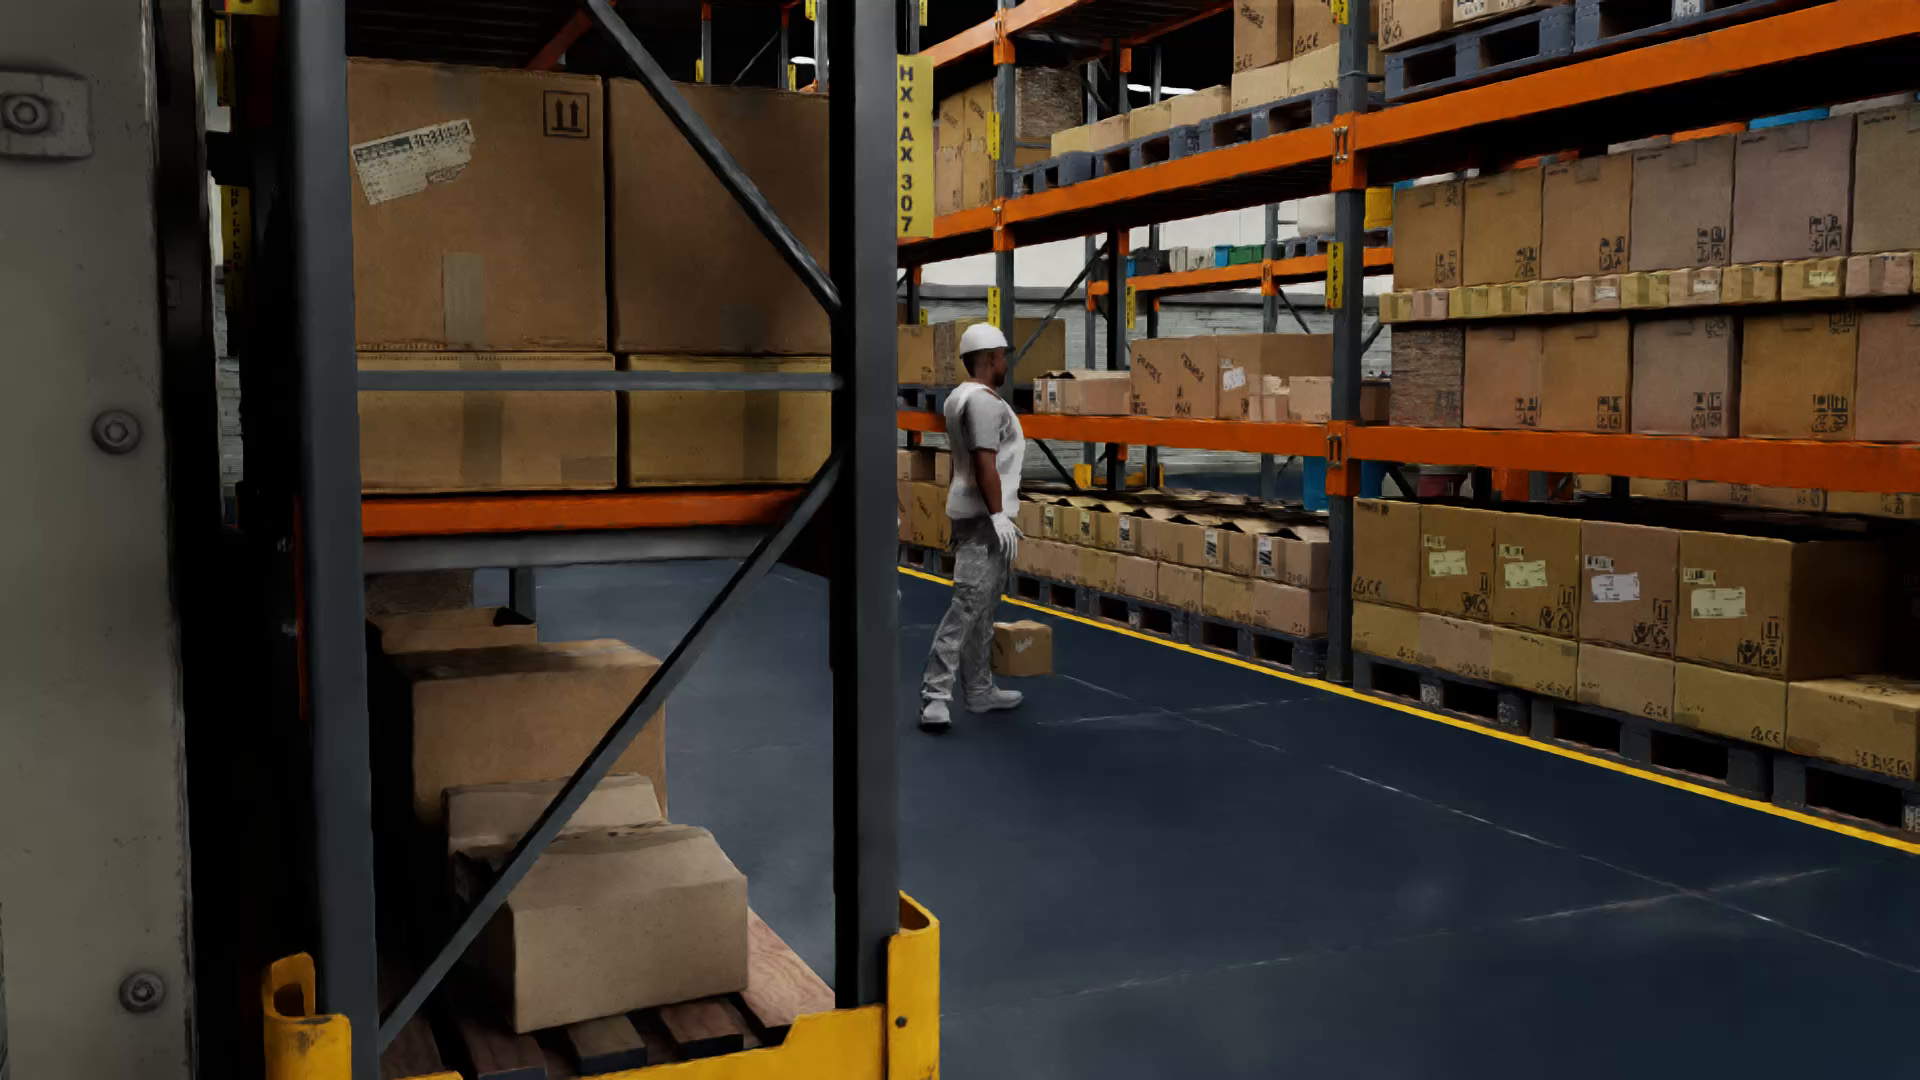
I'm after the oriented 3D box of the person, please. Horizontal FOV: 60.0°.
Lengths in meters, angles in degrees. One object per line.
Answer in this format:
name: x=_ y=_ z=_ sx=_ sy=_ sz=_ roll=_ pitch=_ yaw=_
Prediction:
person: x=0.064 y=-0.073 z=7.437 sx=0.498 sy=1.780 sz=0.714 roll=0 pitch=5 yaw=-3
